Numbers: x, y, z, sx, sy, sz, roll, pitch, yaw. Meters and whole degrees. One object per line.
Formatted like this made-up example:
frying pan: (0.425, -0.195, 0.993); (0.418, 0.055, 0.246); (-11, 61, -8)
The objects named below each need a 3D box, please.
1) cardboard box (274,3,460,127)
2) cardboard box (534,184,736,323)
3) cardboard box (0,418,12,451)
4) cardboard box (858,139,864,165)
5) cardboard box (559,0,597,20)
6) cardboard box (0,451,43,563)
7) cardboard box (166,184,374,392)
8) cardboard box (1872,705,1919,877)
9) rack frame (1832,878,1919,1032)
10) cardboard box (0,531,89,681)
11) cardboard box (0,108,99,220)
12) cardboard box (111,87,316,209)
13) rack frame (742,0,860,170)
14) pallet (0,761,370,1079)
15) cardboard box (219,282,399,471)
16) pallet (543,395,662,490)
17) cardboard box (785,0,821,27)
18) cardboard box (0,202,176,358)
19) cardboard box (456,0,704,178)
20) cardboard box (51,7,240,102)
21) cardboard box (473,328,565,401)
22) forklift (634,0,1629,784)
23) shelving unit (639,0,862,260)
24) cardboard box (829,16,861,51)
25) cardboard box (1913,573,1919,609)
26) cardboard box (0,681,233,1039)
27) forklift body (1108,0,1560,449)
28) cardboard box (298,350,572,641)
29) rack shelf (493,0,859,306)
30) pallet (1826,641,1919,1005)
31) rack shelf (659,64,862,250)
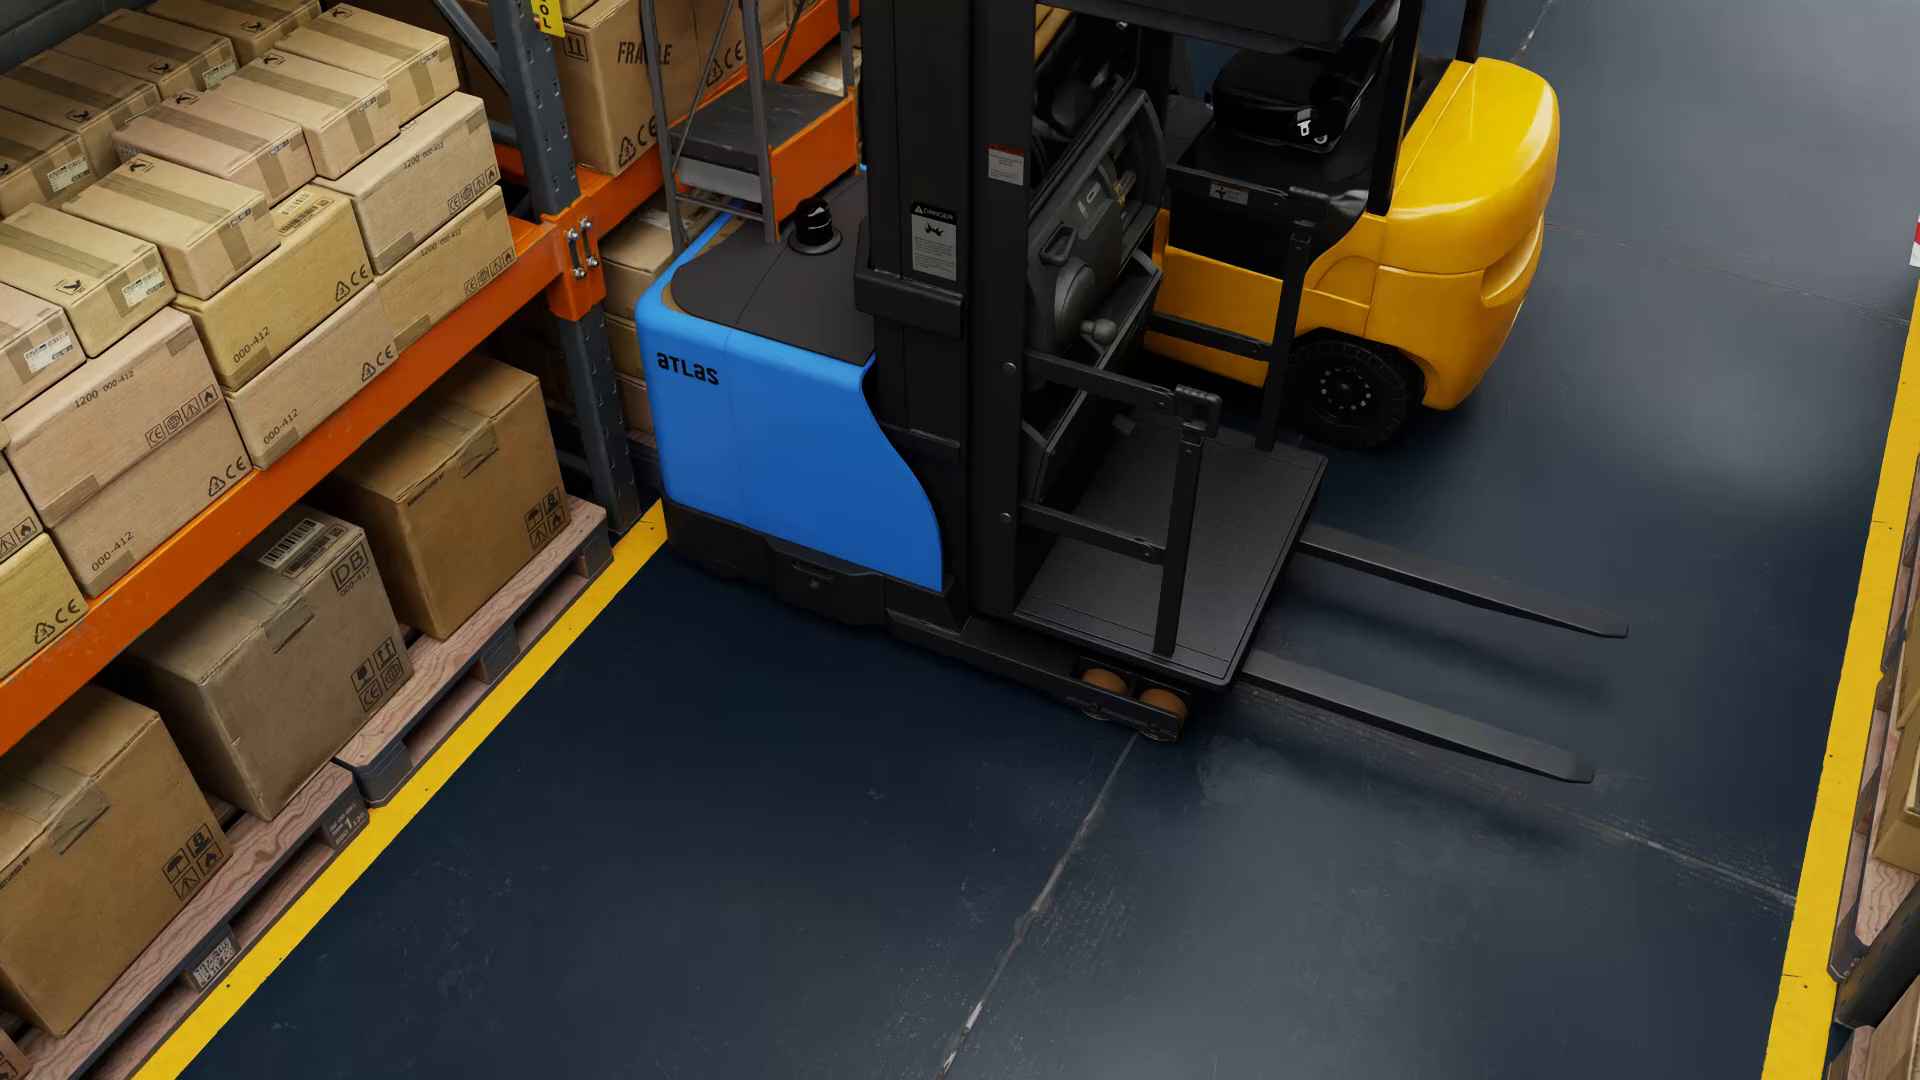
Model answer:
cardboard box: (-1.545, -1.240, 4.341); (0.380, 0.149, 0.250); (22, 49, 20)
cardboard box: (-1.081, -0.999, 5.564); (0.500, 0.250, 0.500); (20, 49, 18)
cardboard box: (-2.167, -0.233, 3.345); (0.380, 0.149, 0.250); (19, 48, 18)
cardboard box: (-0.610, -1.456, 6.367); (0.500, 0.250, 0.500); (20, 49, 19)
cardboard box: (-1.203, -1.643, 4.738); (0.380, 0.149, 0.250); (20, 49, 18)
cardboard box: (-2.311, -0.037, 3.431); (0.500, 0.250, 0.500); (21, 49, 20)
cardboard box: (-1.817, -0.668, 4.056); (0.500, 0.250, 0.500); (19, 48, 18)
cardboard box: (2.851, 0.729, 4.559); (0.500, 0.250, 0.500); (23, 50, 21)
rack frame: (2.815, 0.371, 3.275); (1.000, 3.000, 0.127); (20, 49, 19)
cardboard box: (-2.305, 0.140, 3.608); (0.500, 0.250, 0.500); (22, 49, 20)
cardboard box: (-2.325, -0.902, 4.006); (0.380, 0.149, 0.250); (20, 49, 19)
cardboard box: (-1.809, -0.935, 4.039); (0.380, 0.149, 0.250); (20, 49, 19)
rack frame: (-0.506, -1.293, 5.453); (0.400, 2.100, 0.015); (18, 43, 22)
pallet: (-2.456, 0.963, 4.650); (1.003, 0.211, 1.213); (20, 49, 19)
cardboard box: (-1.814, -0.491, 4.231); (0.500, 0.250, 0.500); (20, 49, 19)
pallet: (-1.177, -0.773, 6.365); (1.003, 0.211, 1.213); (20, 49, 19)
cardboard box: (-0.685, -2.147, 5.693); (0.500, 0.500, 0.500); (20, 49, 19)
cardboard box: (-1.991, -0.581, 3.689); (0.380, 0.149, 0.250); (19, 48, 18)
cardboard box: (-1.146, -1.494, 5.047); (0.500, 0.500, 0.500); (19, 48, 18)
cardboard box: (-2.108, -1.227, 4.327); (0.380, 0.149, 0.250); (19, 48, 18)
cardboard box: (-1.537, -0.819, 6.089); (0.500, 0.250, 0.500); (21, 49, 19)
forklift: (0.568, -0.845, 4.524); (3.031, 2.935, 1.130); (18, 48, 17)
shelving unit: (-0.622, -1.157, 5.287); (0.431, 2.100, 0.503); (18, 43, 22)
cardboard box: (-0.363, -1.963, 6.517); (0.500, 0.250, 0.500); (20, 49, 18)
cardboard box: (3.330, 0.071, 5.209); (0.500, 0.250, 0.500); (21, 49, 20)
cardboard box: (-2.530, 0.714, 4.309); (0.875, 0.625, 0.625); (19, 48, 17)
forklift body: (1.009, -1.690, 5.908); (2.313, 2.155, 1.214); (20, 49, 19)
cardboard box: (-1.816, -0.246, 5.259); (0.875, 0.625, 0.625); (23, 50, 21)
rack shelf: (-0.655, -2.273, 6.393); (1.077, 0.370, 4.000); (20, 49, 19)
pallet: (3.095, 0.916, 4.696); (1.003, 0.211, 1.213); (20, 49, 19)
rack shelf: (-0.622, -1.146, 5.295); (0.431, 0.518, 0.480); (18, 43, 22)
